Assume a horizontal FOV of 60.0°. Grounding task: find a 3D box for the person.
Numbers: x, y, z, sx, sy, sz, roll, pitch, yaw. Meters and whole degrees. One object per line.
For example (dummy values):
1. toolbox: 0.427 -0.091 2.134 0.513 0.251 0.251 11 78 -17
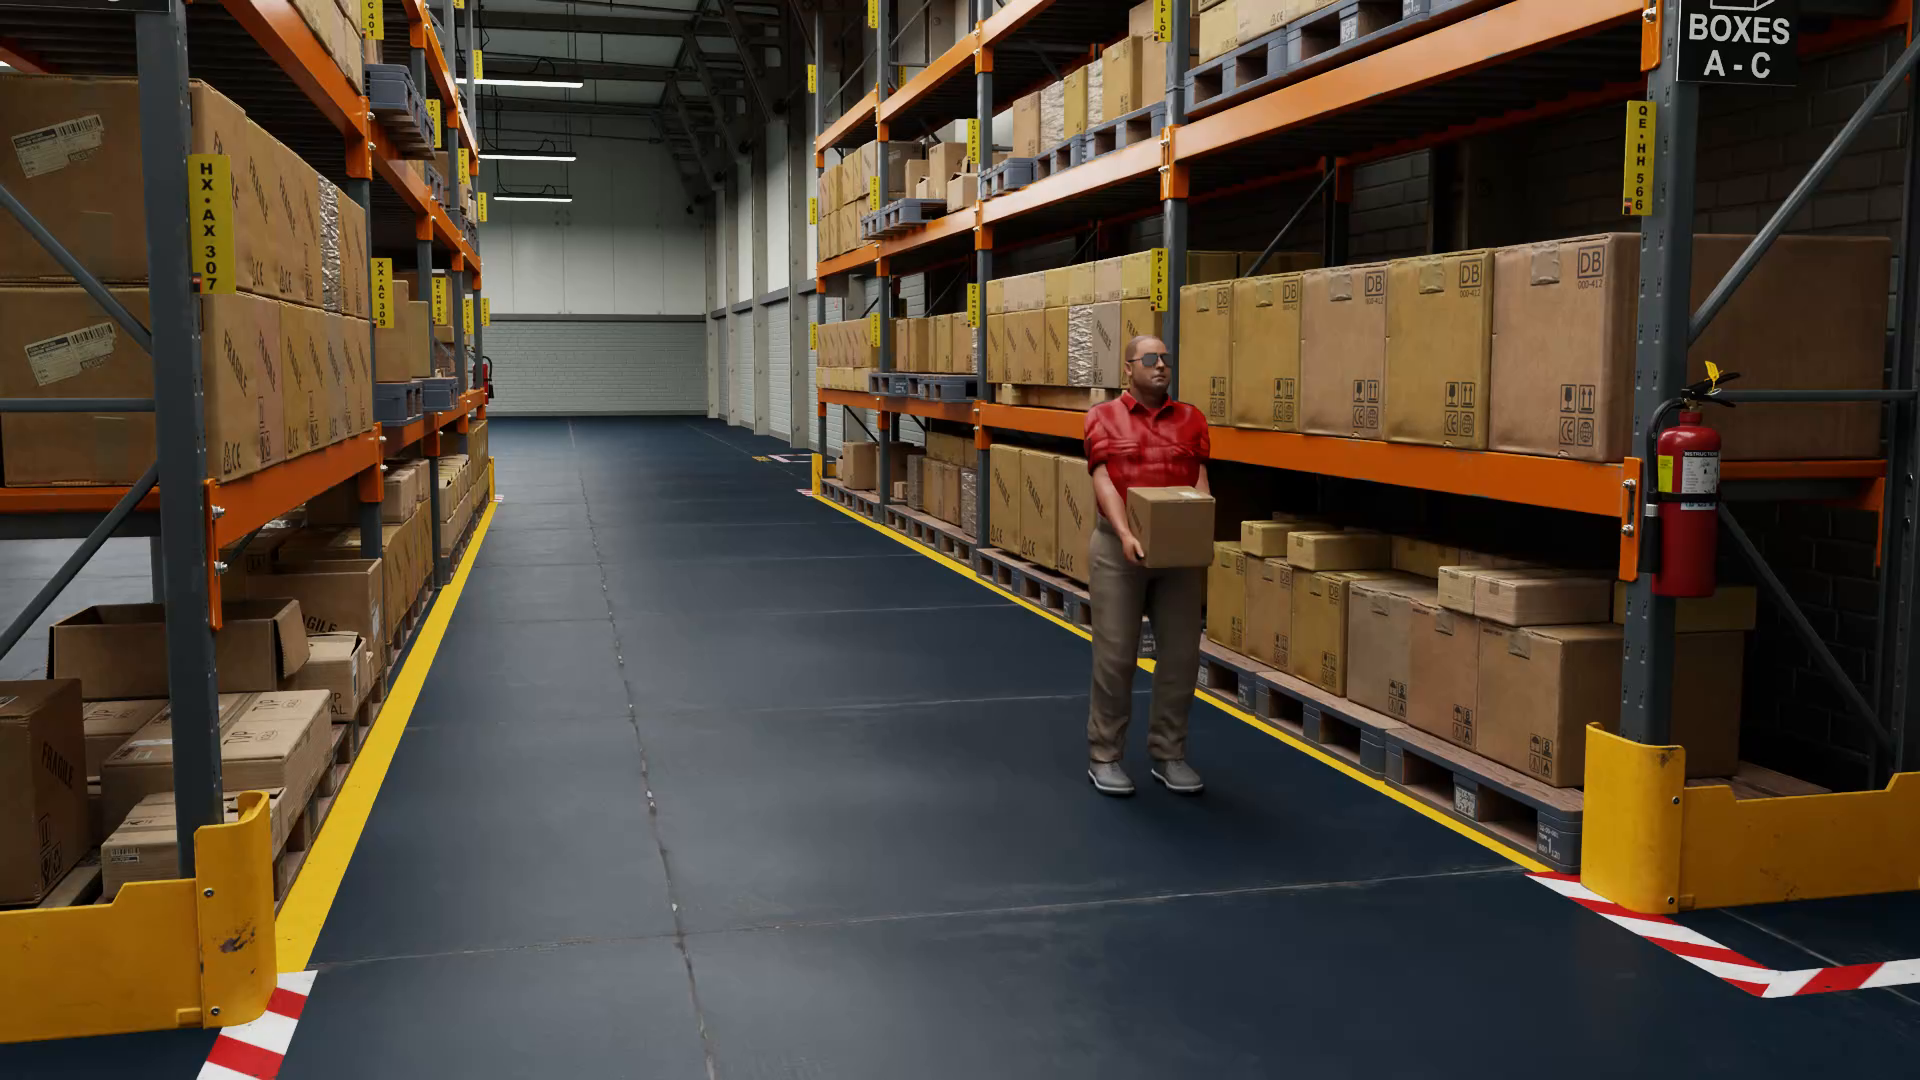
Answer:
1. person: 0.737 0.090 6.235 0.494 1.712 0.530 -1 6 -14
